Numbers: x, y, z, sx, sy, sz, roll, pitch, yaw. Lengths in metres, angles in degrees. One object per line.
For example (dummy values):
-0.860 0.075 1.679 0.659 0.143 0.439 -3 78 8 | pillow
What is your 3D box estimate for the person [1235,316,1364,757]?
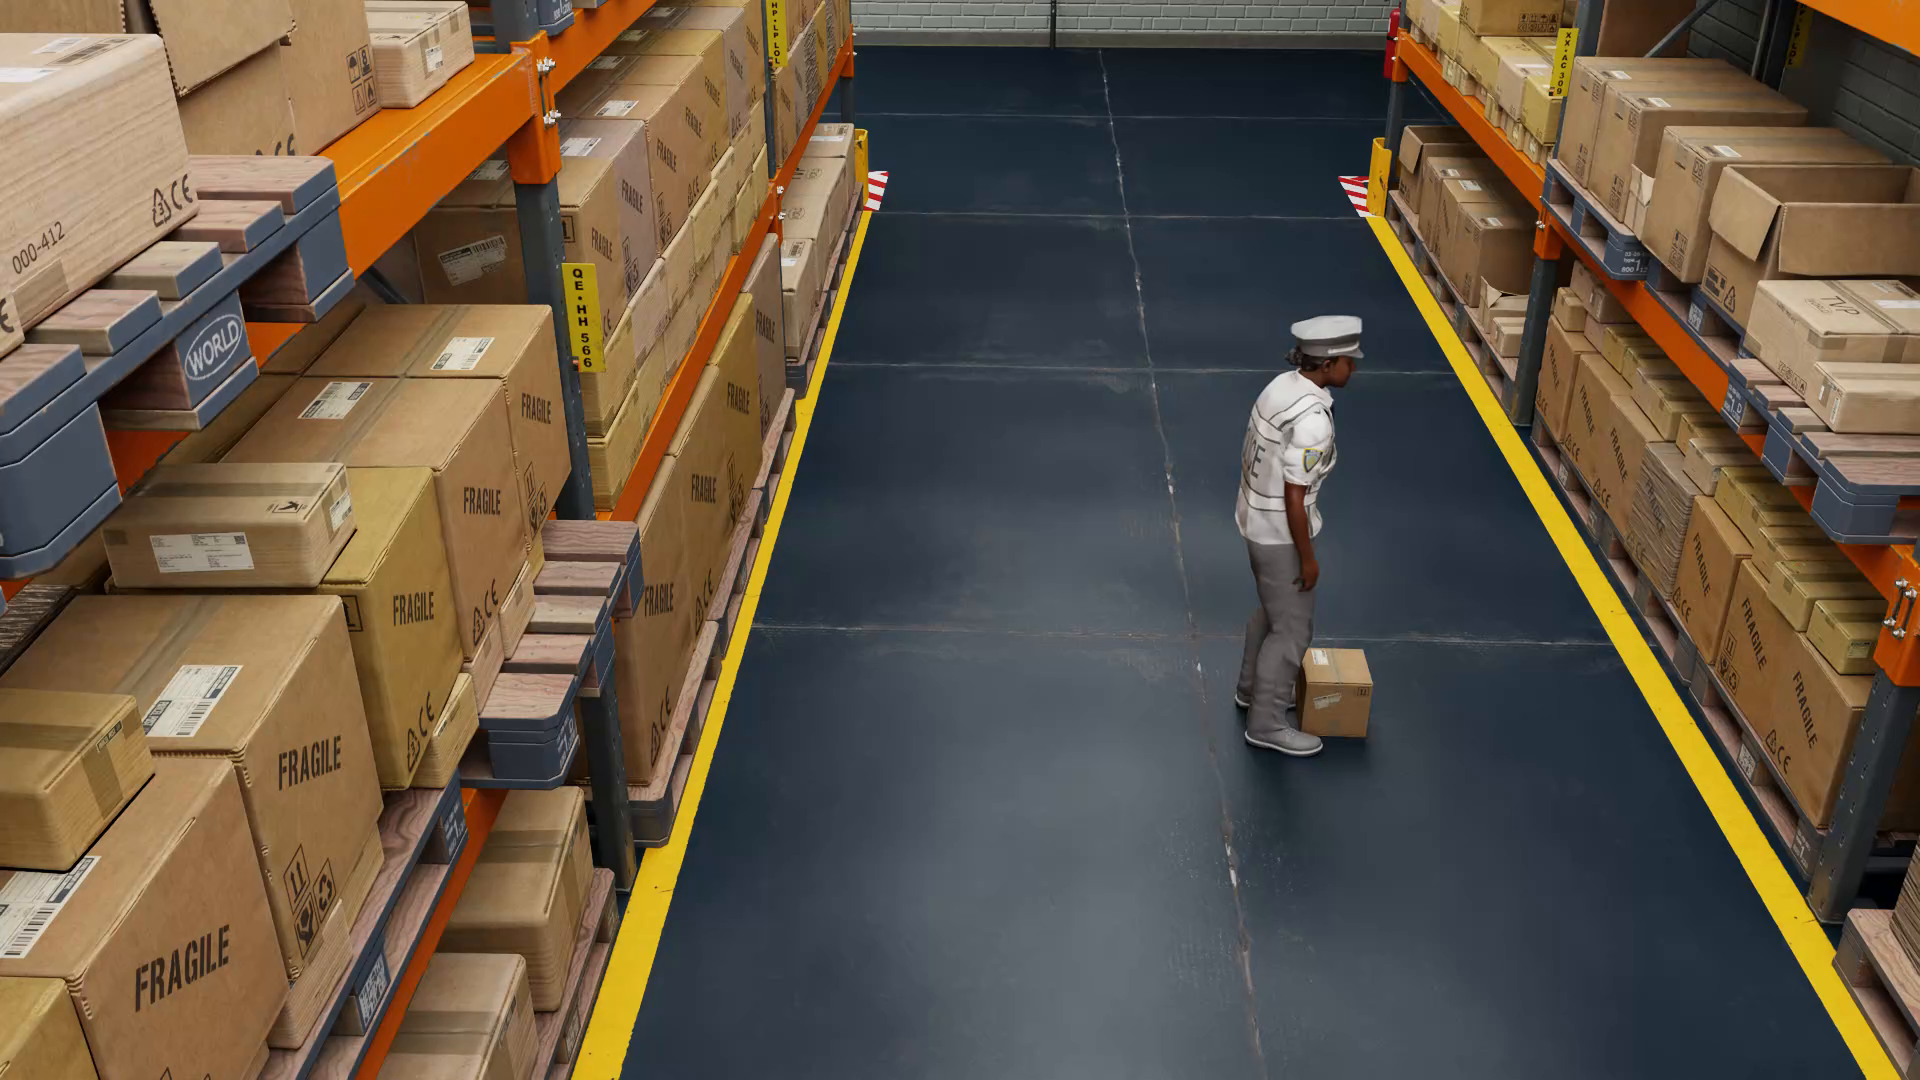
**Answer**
1.226 -0.025 6.168 0.398 1.659 0.521 0 28 1 | person
